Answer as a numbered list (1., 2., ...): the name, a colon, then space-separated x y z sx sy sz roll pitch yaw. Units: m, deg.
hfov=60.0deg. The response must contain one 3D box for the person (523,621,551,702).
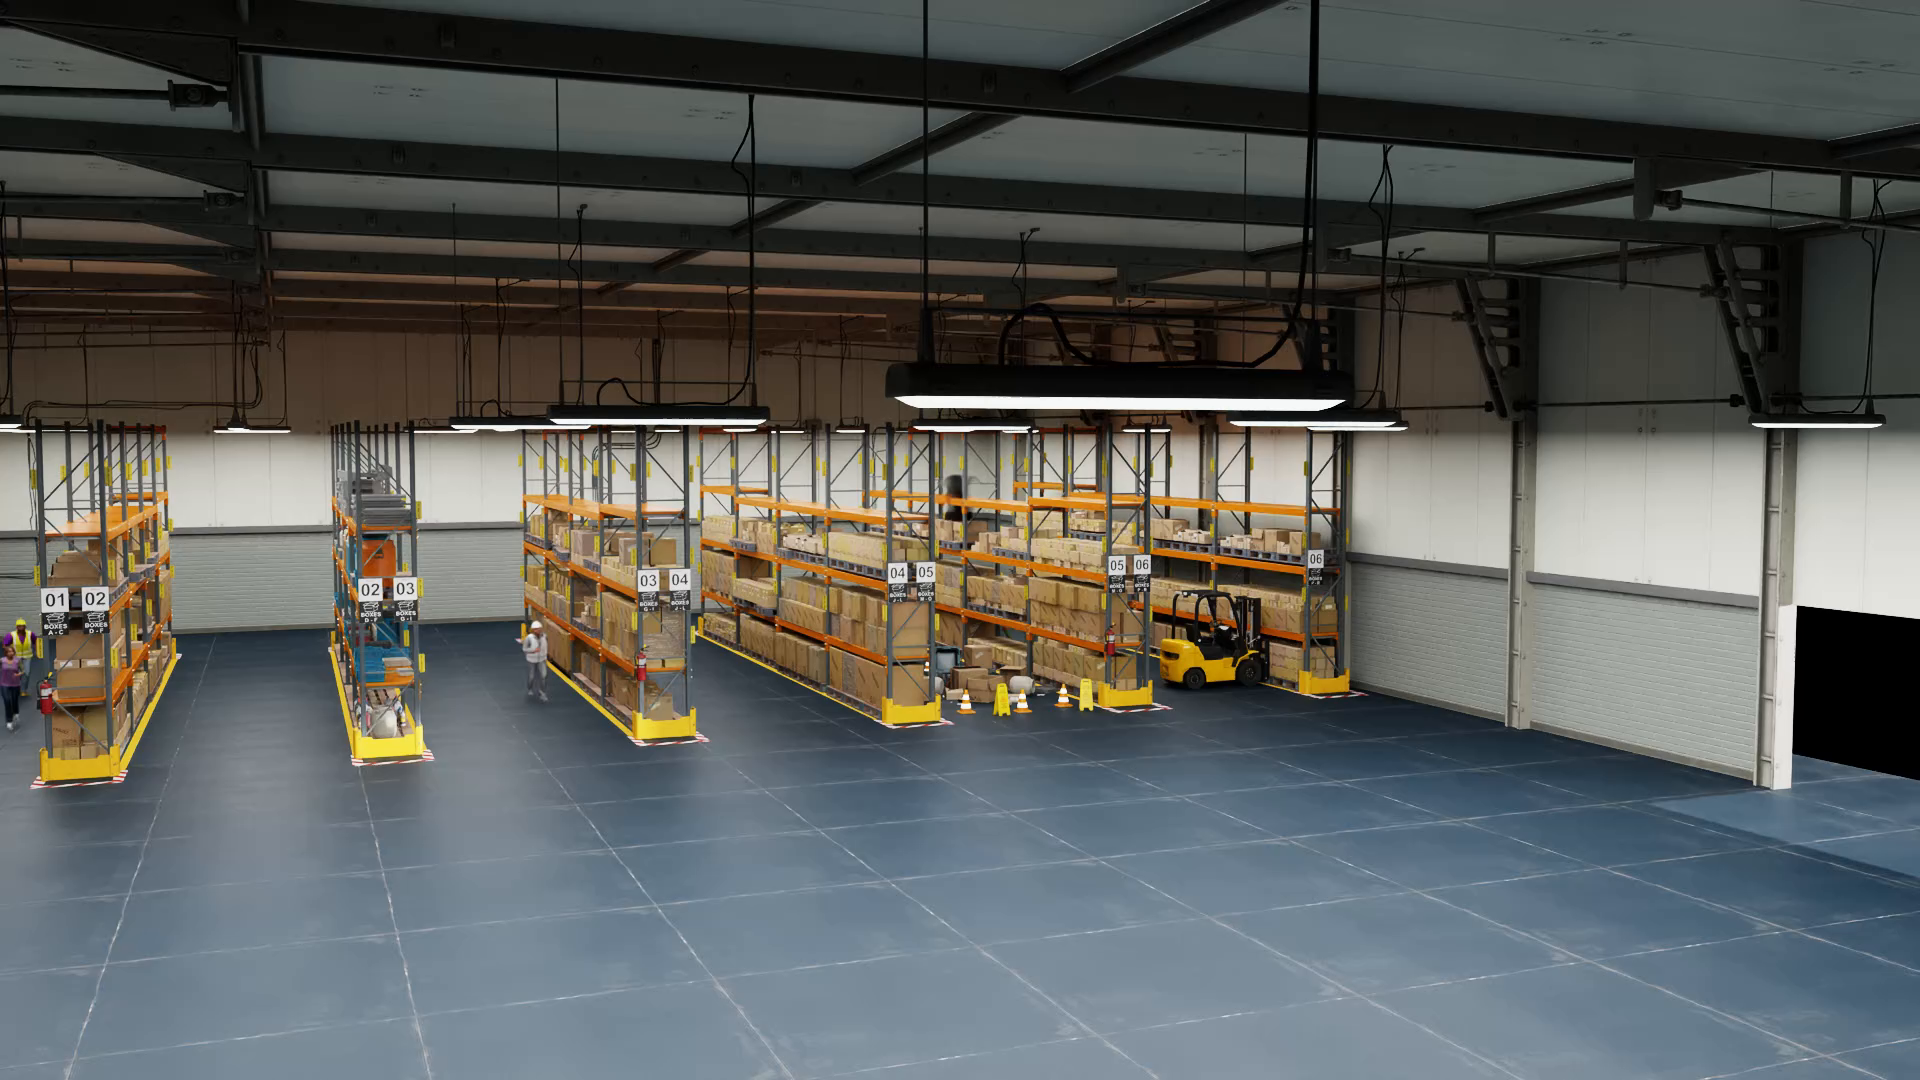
1. person: -9.164 2.606 35.965 0.652 1.748 0.975 -2 4 -28

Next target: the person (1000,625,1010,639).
1. person: 1.059 1.966 45.551 0.658 1.762 1.000 -2 4 -24

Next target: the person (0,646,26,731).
1. person: -18.659 2.879 32.654 0.571 1.621 0.869 -2 4 -31

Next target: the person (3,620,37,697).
1. person: -20.688 2.592 36.636 0.700 1.712 0.688 -2 4 -33
